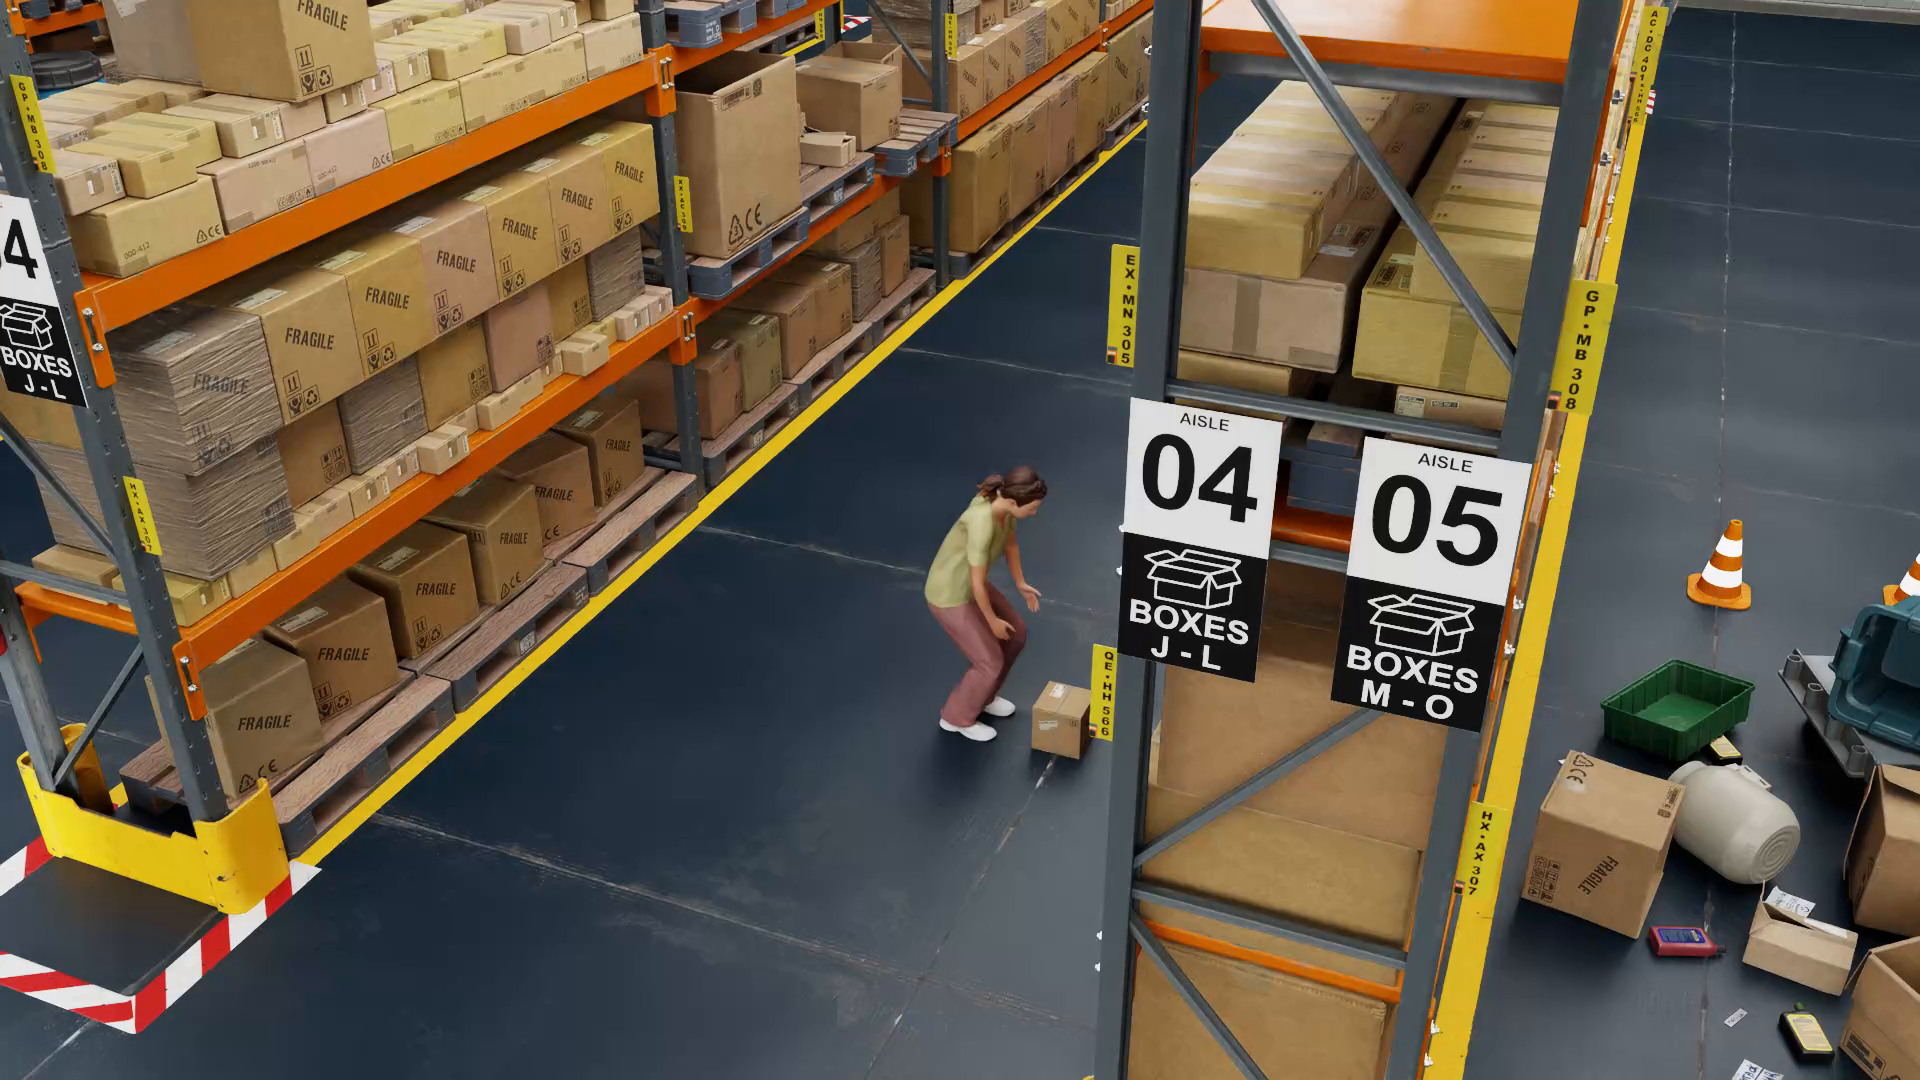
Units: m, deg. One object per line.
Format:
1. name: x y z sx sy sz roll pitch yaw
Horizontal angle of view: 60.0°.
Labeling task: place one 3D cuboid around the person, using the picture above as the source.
1. person: 0.133 0.274 8.130 0.575 1.469 0.504 12 32 20
